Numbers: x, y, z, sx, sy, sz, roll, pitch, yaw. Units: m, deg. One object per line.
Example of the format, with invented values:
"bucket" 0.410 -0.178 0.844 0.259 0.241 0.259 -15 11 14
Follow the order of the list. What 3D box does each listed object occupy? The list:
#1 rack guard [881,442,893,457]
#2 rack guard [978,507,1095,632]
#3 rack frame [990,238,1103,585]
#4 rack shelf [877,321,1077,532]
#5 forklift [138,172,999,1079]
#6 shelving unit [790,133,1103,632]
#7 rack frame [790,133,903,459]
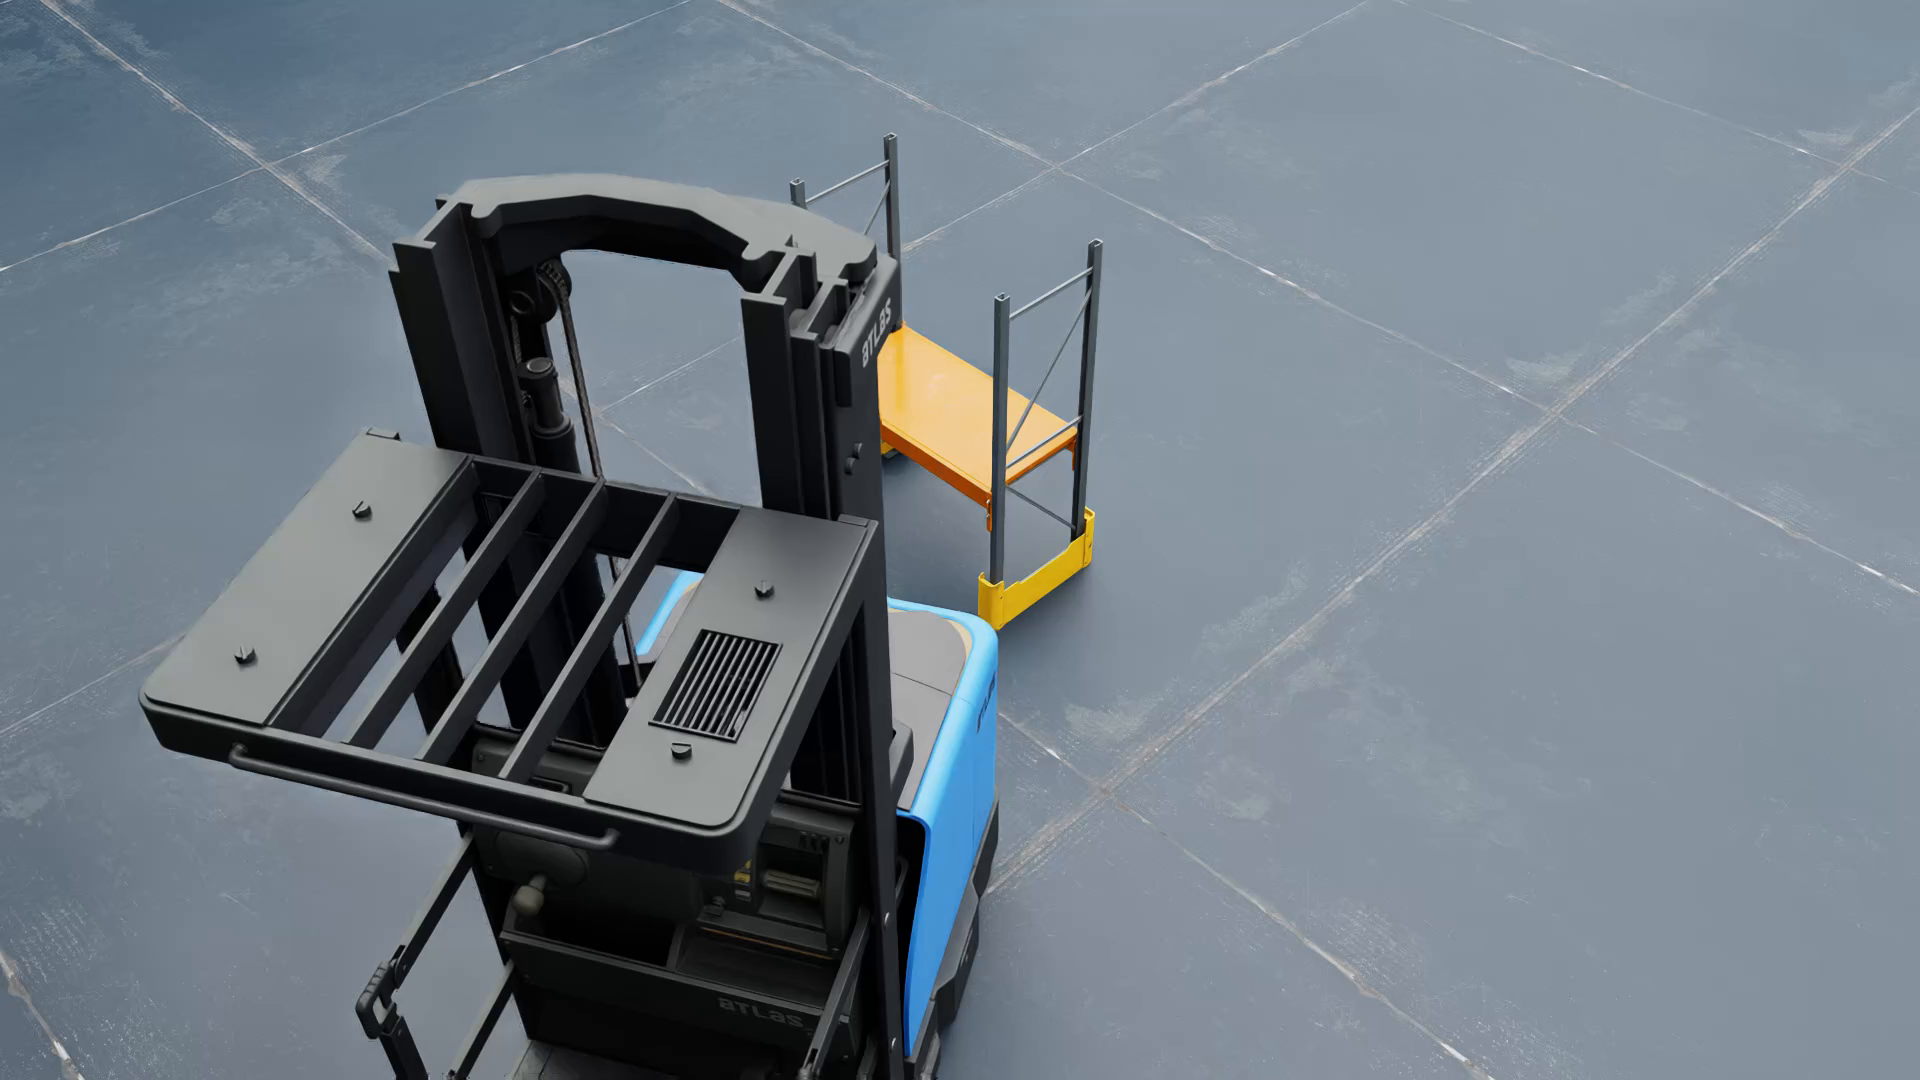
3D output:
"rack guard" -0.406 -0.368 6.964 0.587 0.250 0.087 -34 53 -31
"rack guard" 0.298 0.111 6.446 0.587 0.250 0.087 -34 53 -31
"rack frame" 0.299 -0.348 6.021 0.500 1.500 0.032 -34 53 -31
"rack shelf" -0.060 -0.460 6.407 0.538 0.185 1.000 -34 53 -31
"forklift" -0.754 0.822 3.701 1.130 2.935 3.031 10 44 11
"shelving unit" -0.054 -0.587 6.281 0.587 1.500 1.083 -34 53 -31
"rack frame" -0.419 -0.836 6.550 0.500 1.500 0.032 -34 53 -31
